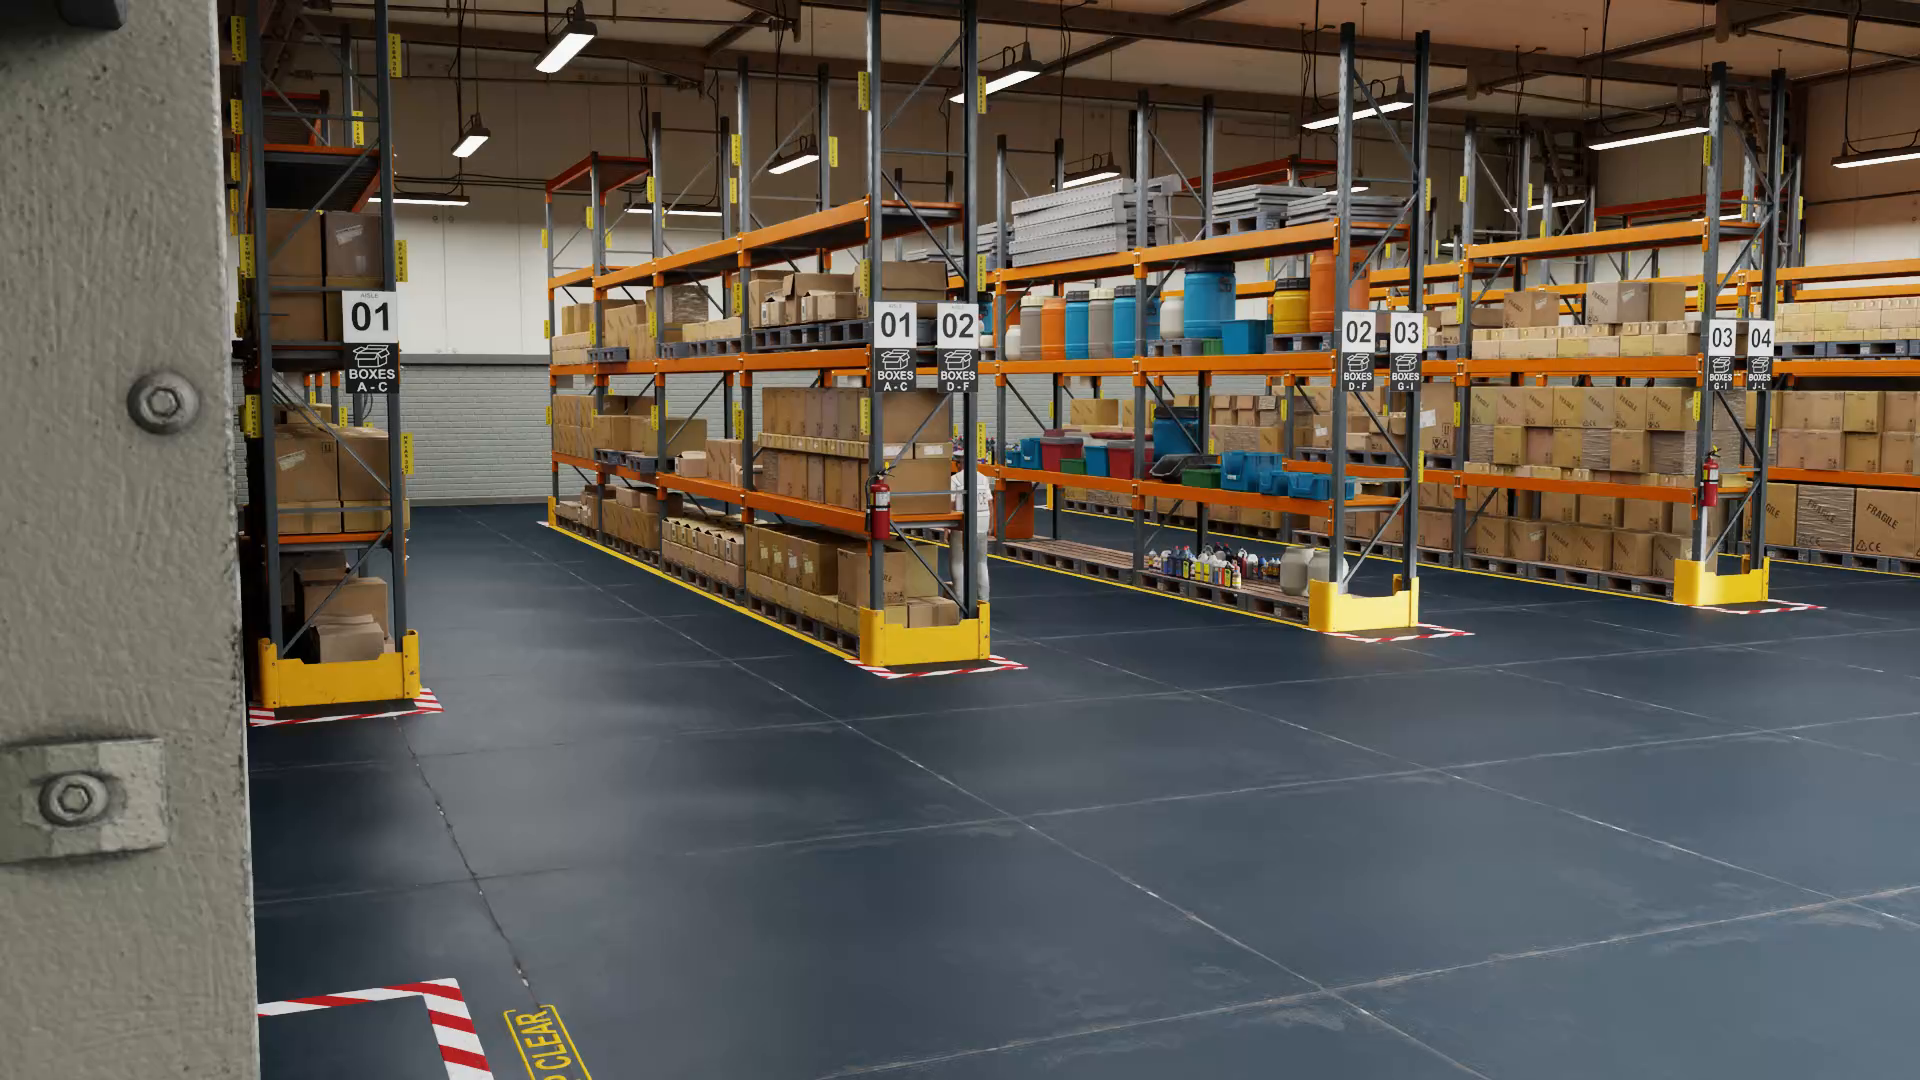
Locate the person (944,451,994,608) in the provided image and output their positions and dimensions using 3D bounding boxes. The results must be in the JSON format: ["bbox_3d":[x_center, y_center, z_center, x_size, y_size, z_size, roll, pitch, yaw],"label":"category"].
[{"bbox_3d":[0.096,-0.116,18.457,0.585,1.747,0.439,-2,6,-24],"label":"person"}]
